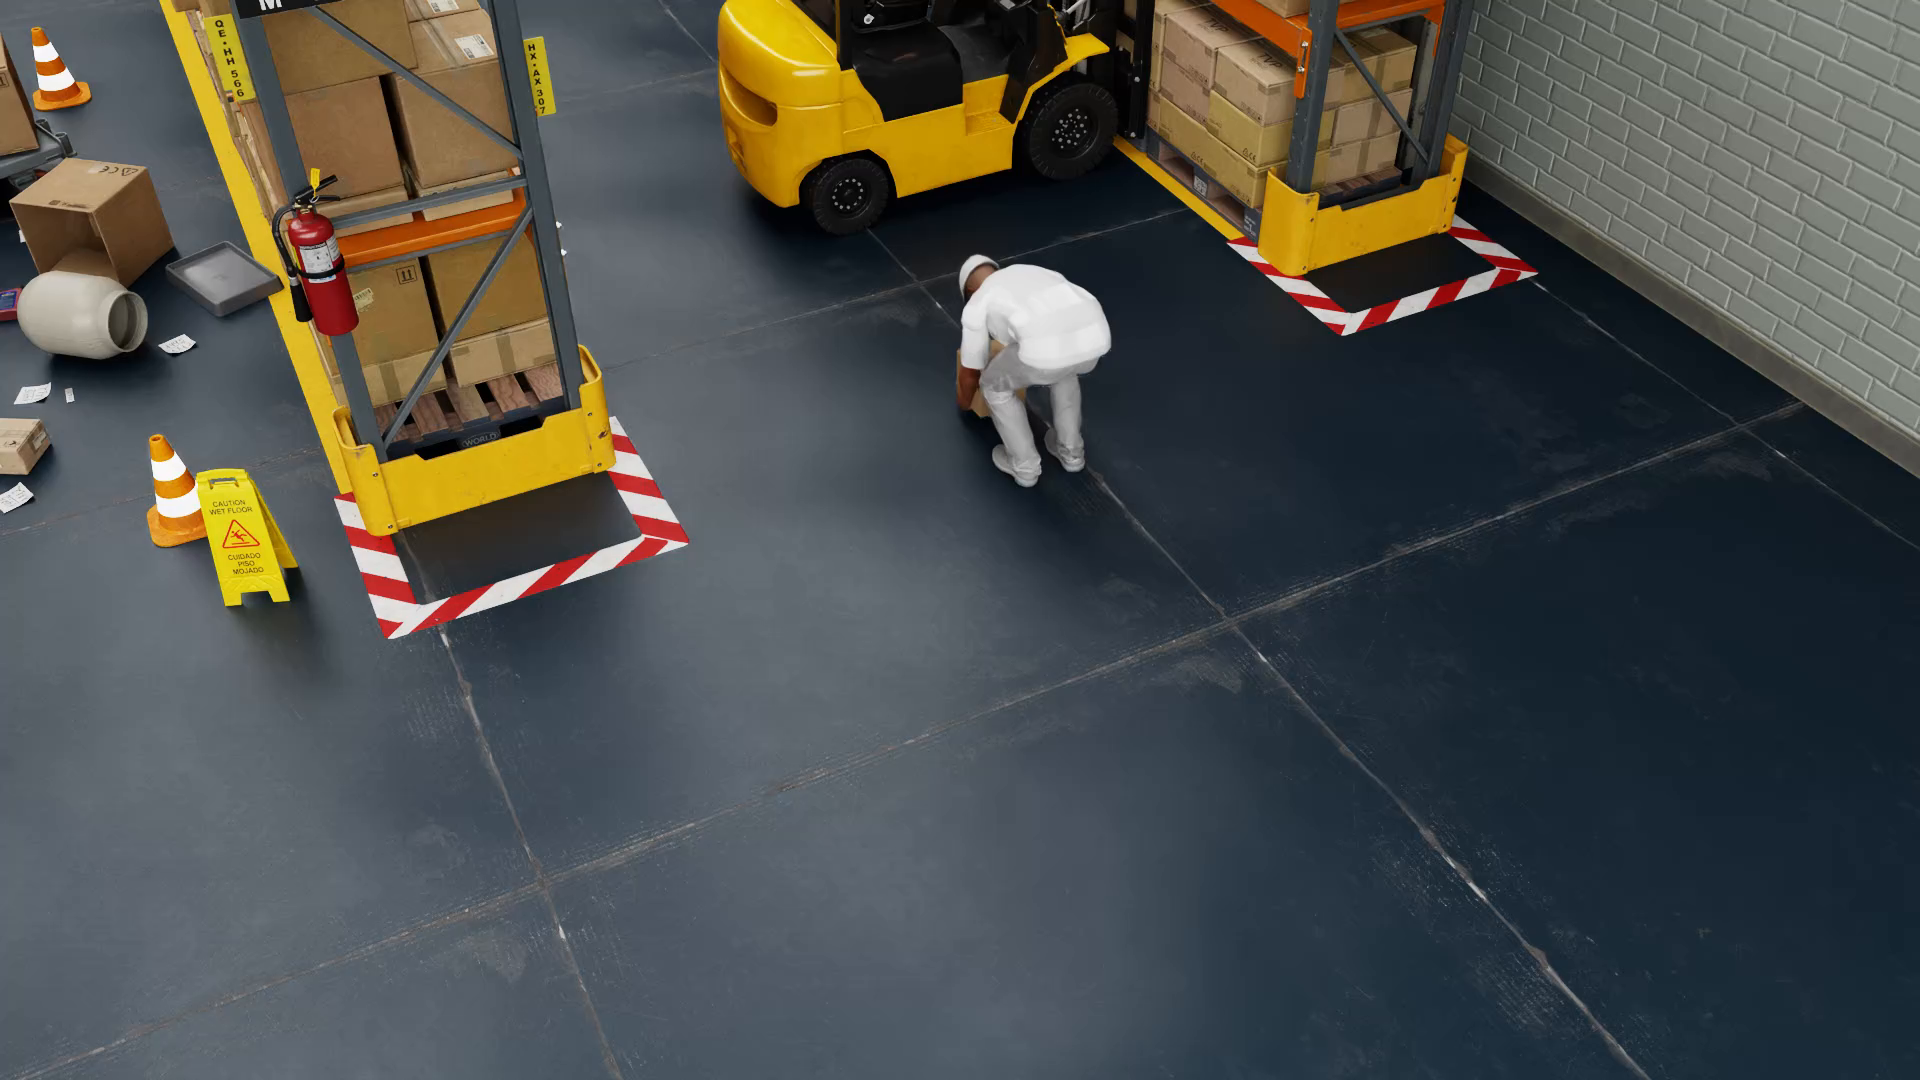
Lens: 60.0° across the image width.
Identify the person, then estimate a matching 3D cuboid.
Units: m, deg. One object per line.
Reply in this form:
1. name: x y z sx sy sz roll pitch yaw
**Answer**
1. person: 0.283 -0.841 7.703 0.502 0.979 0.974 -21 45 -22
